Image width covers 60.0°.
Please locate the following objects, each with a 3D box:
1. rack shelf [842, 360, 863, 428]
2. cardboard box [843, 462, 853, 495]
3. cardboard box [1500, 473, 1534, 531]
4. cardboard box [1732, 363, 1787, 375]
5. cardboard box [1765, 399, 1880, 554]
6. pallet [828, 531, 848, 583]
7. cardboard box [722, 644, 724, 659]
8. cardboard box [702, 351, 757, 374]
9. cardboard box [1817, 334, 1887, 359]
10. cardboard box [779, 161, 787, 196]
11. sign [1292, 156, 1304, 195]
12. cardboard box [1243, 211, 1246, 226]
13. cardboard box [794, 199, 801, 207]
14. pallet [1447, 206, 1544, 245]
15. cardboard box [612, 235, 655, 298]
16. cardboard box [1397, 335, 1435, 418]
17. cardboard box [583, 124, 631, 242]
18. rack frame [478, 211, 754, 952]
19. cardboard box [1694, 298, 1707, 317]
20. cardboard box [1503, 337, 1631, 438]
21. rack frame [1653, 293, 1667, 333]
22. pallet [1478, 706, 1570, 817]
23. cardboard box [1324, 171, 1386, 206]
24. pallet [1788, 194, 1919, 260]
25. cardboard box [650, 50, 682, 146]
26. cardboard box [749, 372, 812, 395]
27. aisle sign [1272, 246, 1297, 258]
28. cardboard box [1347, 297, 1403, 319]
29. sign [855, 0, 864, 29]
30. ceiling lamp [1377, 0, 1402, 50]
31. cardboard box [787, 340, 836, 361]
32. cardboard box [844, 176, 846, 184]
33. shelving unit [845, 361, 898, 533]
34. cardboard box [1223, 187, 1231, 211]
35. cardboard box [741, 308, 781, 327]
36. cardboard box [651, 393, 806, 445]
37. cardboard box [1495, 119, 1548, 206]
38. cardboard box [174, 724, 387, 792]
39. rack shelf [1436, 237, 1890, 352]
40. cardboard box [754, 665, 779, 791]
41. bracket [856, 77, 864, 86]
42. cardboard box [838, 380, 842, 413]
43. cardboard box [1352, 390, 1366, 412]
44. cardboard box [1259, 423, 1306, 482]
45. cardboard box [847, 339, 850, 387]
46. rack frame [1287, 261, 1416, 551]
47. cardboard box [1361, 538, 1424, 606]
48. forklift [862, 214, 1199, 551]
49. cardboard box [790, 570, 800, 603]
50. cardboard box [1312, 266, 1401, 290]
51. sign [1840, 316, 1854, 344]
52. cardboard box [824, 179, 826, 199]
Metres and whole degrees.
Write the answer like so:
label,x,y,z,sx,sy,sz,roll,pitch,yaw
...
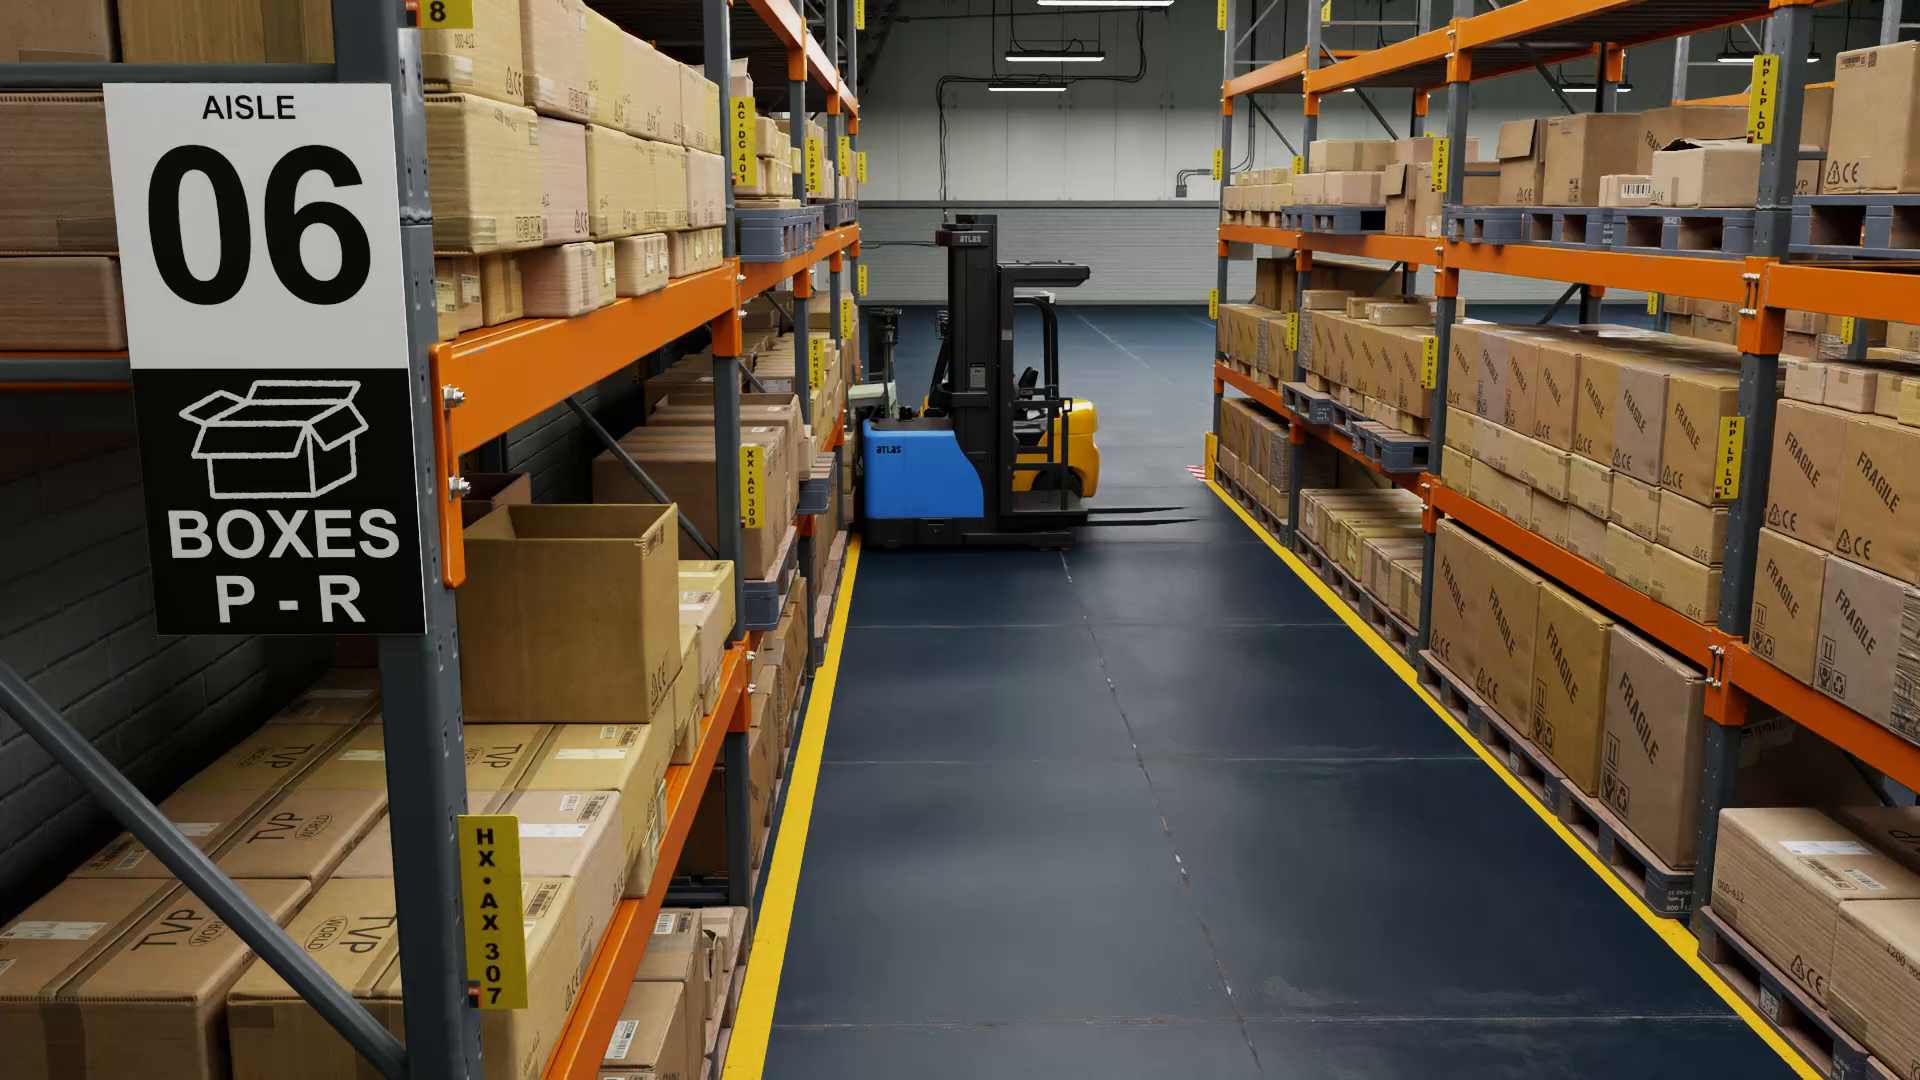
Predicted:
label,x,y,z,sx,sy,sz,roll,pitch,yaw
rack shelf,-1.572,-1.415,16.489,1.077,0.370,4.000,0,11,-1
cardboard box,-1.232,-0.571,15.120,0.500,0.250,0.500,0,11,-1
cardboard box,3.307,-0.218,9.156,0.500,0.250,0.500,0,11,1
cardboard box,3.838,-0.529,7.549,0.500,0.500,0.500,0,11,-1
cardboard box,3.365,-0.244,6.143,0.500,0.500,0.500,0,11,-1
pallet,-1.476,0.143,14.014,1.003,0.211,1.213,0,11,-1
cardboard box,-1.106,0.406,6.337,0.380,0.149,0.250,0,11,0
cardboard box,-1.708,-1.311,12.283,0.380,0.149,0.250,0,11,0
cardboard box,8.359,-1.578,15.108,0.875,0.550,0.550,0,11,-1
cardboard box,-0.967,-1.595,7.345,0.380,0.149,0.250,0,11,0
sign,2.890,-3.111,14.194,0.100,0.325,0.005,0,11,-1
cardboard box,3.128,-3.312,17.119,0.380,0.149,0.250,0,11,-2
cardboard box,-1.194,-1.870,9.757,0.500,0.250,0.500,-1,11,-3
pallet,3.581,-1.846,9.734,1.213,0.211,1.003,0,11,1
cardboard box,-0.991,-0.701,4.248,0.380,0.149,0.250,0,11,-1
cardboard box,3.227,-1.086,11.001,0.500,0.500,0.500,-1,11,-3
cardboard box,-1.048,-0.819,3.827,0.500,0.250,0.500,-1,11,-3
rack frame,-1.365,0.220,6.619,1.000,3.000,0.127,0,11,-1
cardboard box,8.369,-2.646,17.657,0.875,0.550,0.550,0,11,-1
cardboard box,3.296,-0.834,9.052,0.500,0.500,0.500,0,11,0
rack frame,8.296,-2.227,18.681,1.000,3.000,0.127,0,11,-1
pallet,3.478,1.170,8.954,1.003,0.211,1.213,0,11,-1
cardboard box,3.087,-2.675,12.667,0.500,0.250,0.500,0,11,-2
pallet,3.604,-1.065,5.632,1.003,0.211,1.213,0,11,-1
cardboard box,-1.093,-1.266,4.773,0.500,0.250,0.500,0,11,0
cardboard box,-1.160,-1.006,10.783,0.380,0.149,0.250,0,11,1
aisle sign,3.638,-3.474,18.290,0.394,0.787,0.004,0,11,-1
cardboard box,3.214,-1.799,12.886,0.380,0.149,0.250,0,11,2
sign,-1.070,-5.601,17.677,0.100,0.325,0.005,0,11,-1
ceiling lamp,9.285,-11.258,33.428,2.000,3.185,0.800,0,11,-1
cardboard box,-1.187,-1.518,13.305,0.380,0.149,0.250,-1,11,-3
cardboard box,-1.257,-3.325,15.582,0.396,0.266,0.258,-1,11,-2
shelving unit,-0.795,-0.888,15.719,0.431,1.500,0.755,-4,12,4
cardboard box,3.094,-3.627,17.671,0.500,0.250,0.500,0,11,-2
cardboard box,-1.803,-1.995,14.907,0.380,0.149,0.250,-1,11,-3
cardboard box,-1.229,-0.507,8.891,0.797,0.503,0.637,-1,11,-2
cardboard box,3.673,-2.248,9.926,0.797,0.503,0.637,-1,12,-5
cardboard box,-1.572,0.652,4.121,0.500,0.250,0.500,0,11,1
rack shelf,3.556,-1.316,8.457,1.077,0.370,4.000,0,11,-1
cardboard box,-1.177,0.937,8.315,0.500,0.500,0.500,-1,11,-3
bracket,-2.756,-12.610,45.718,0.235,0.232,0.430,0,11,-1
cardboard box,-1.258,-1.197,13.984,0.500,0.250,0.500,0,11,0
cardboard box,3.162,-1.050,12.459,0.380,0.149,0.250,-1,11,-3
cardboard box,3.139,-0.834,15.792,0.500,0.500,0.500,0,11,0
cardboard box,-1.317,-1.712,15.894,0.500,0.500,0.500,0,11,-2
rack frame,3.432,-1.391,14.562,1.000,3.000,0.127,0,11,-1
cardboard box,3.490,0.227,12.139,0.950,0.372,0.625,0,11,-2
forklift,0.623,-1.445,15.003,3.031,2.935,1.130,-1,11,-4
cardboard box,-1.148,0.278,9.935,0.380,0.149,0.250,-1,11,-4
cardboard box,3.651,-2.266,15.360,0.700,0.500,0.500,0,11,-1
sign,7.824,-1.892,14.655,0.100,0.325,0.005,0,11,-1
cardboard box,-1.188,-2.601,12.306,0.380,0.149,0.250,0,11,-2
